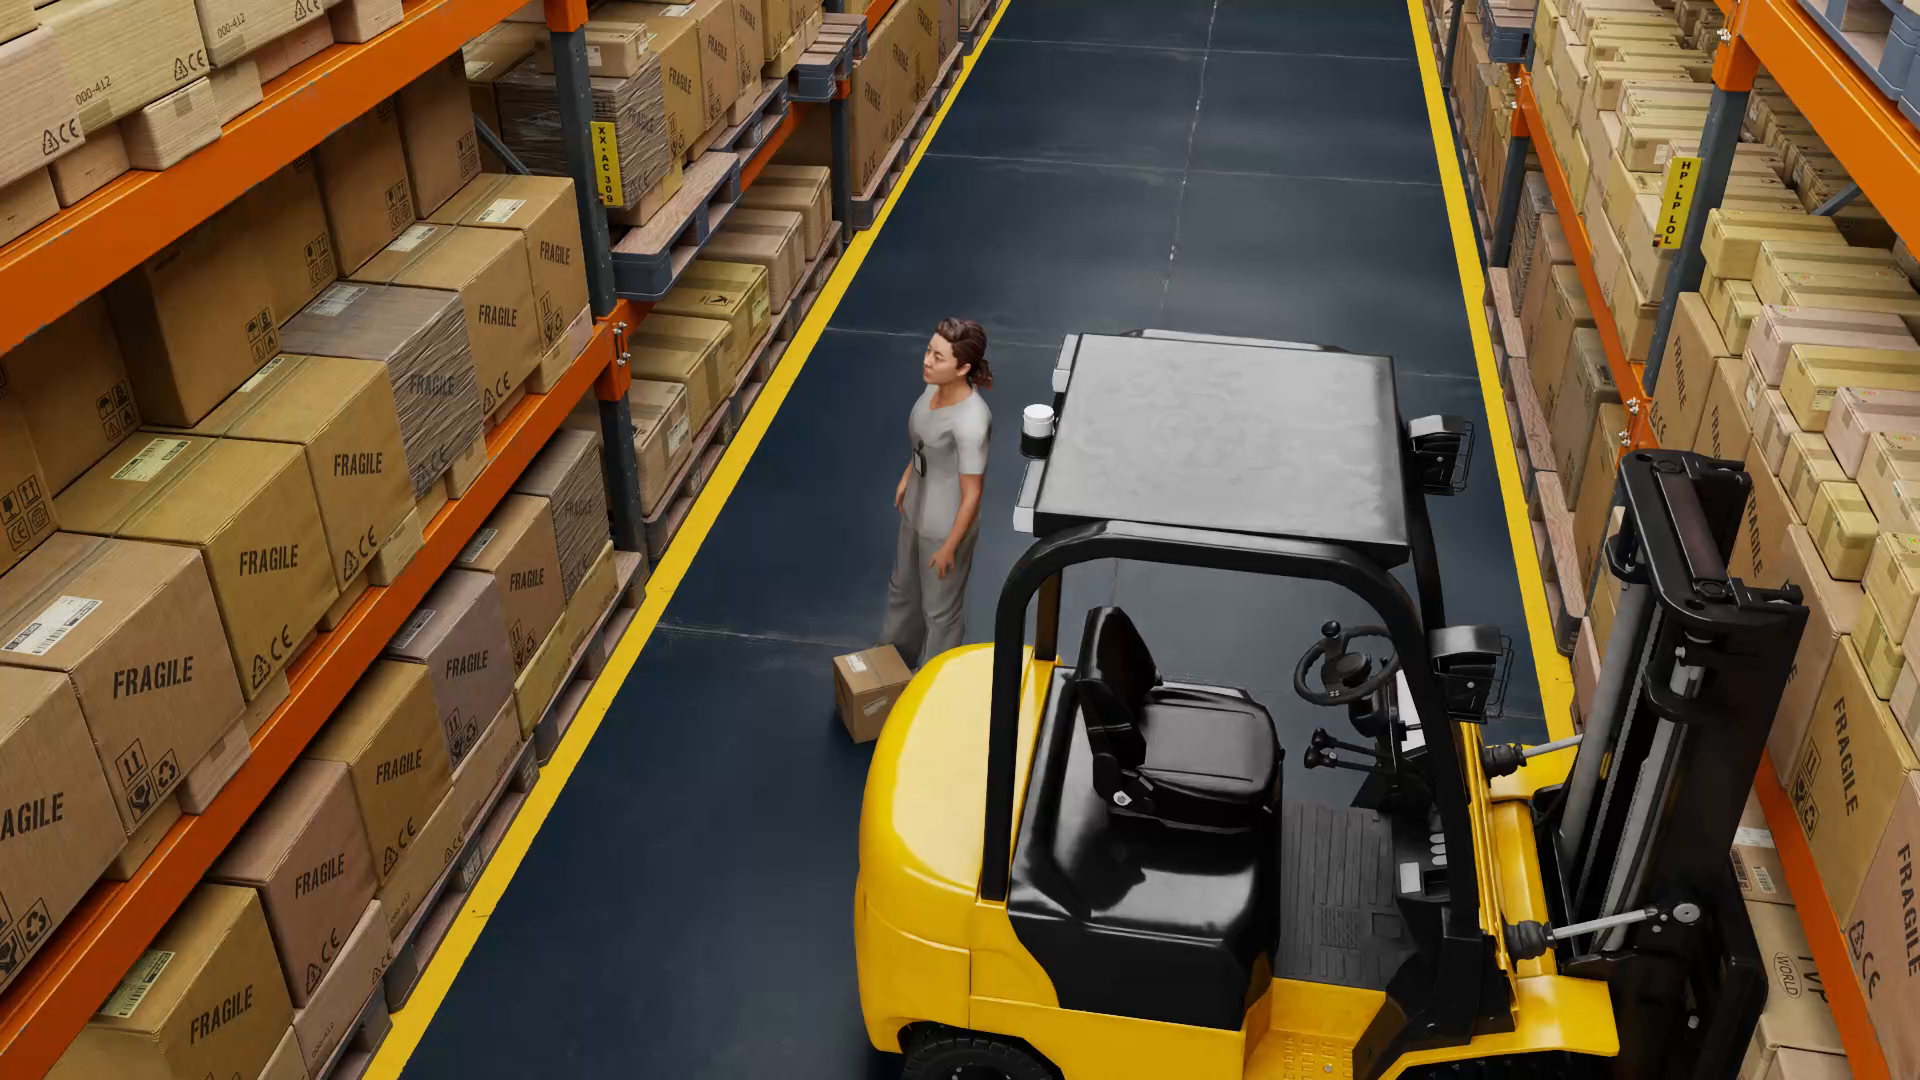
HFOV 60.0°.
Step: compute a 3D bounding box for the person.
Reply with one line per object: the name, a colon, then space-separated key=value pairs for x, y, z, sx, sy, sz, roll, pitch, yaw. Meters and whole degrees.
person: x=-0.143 y=-0.064 z=6.222 sx=0.548 sy=1.674 sz=0.549 roll=-11 pitch=34 yaw=-16
